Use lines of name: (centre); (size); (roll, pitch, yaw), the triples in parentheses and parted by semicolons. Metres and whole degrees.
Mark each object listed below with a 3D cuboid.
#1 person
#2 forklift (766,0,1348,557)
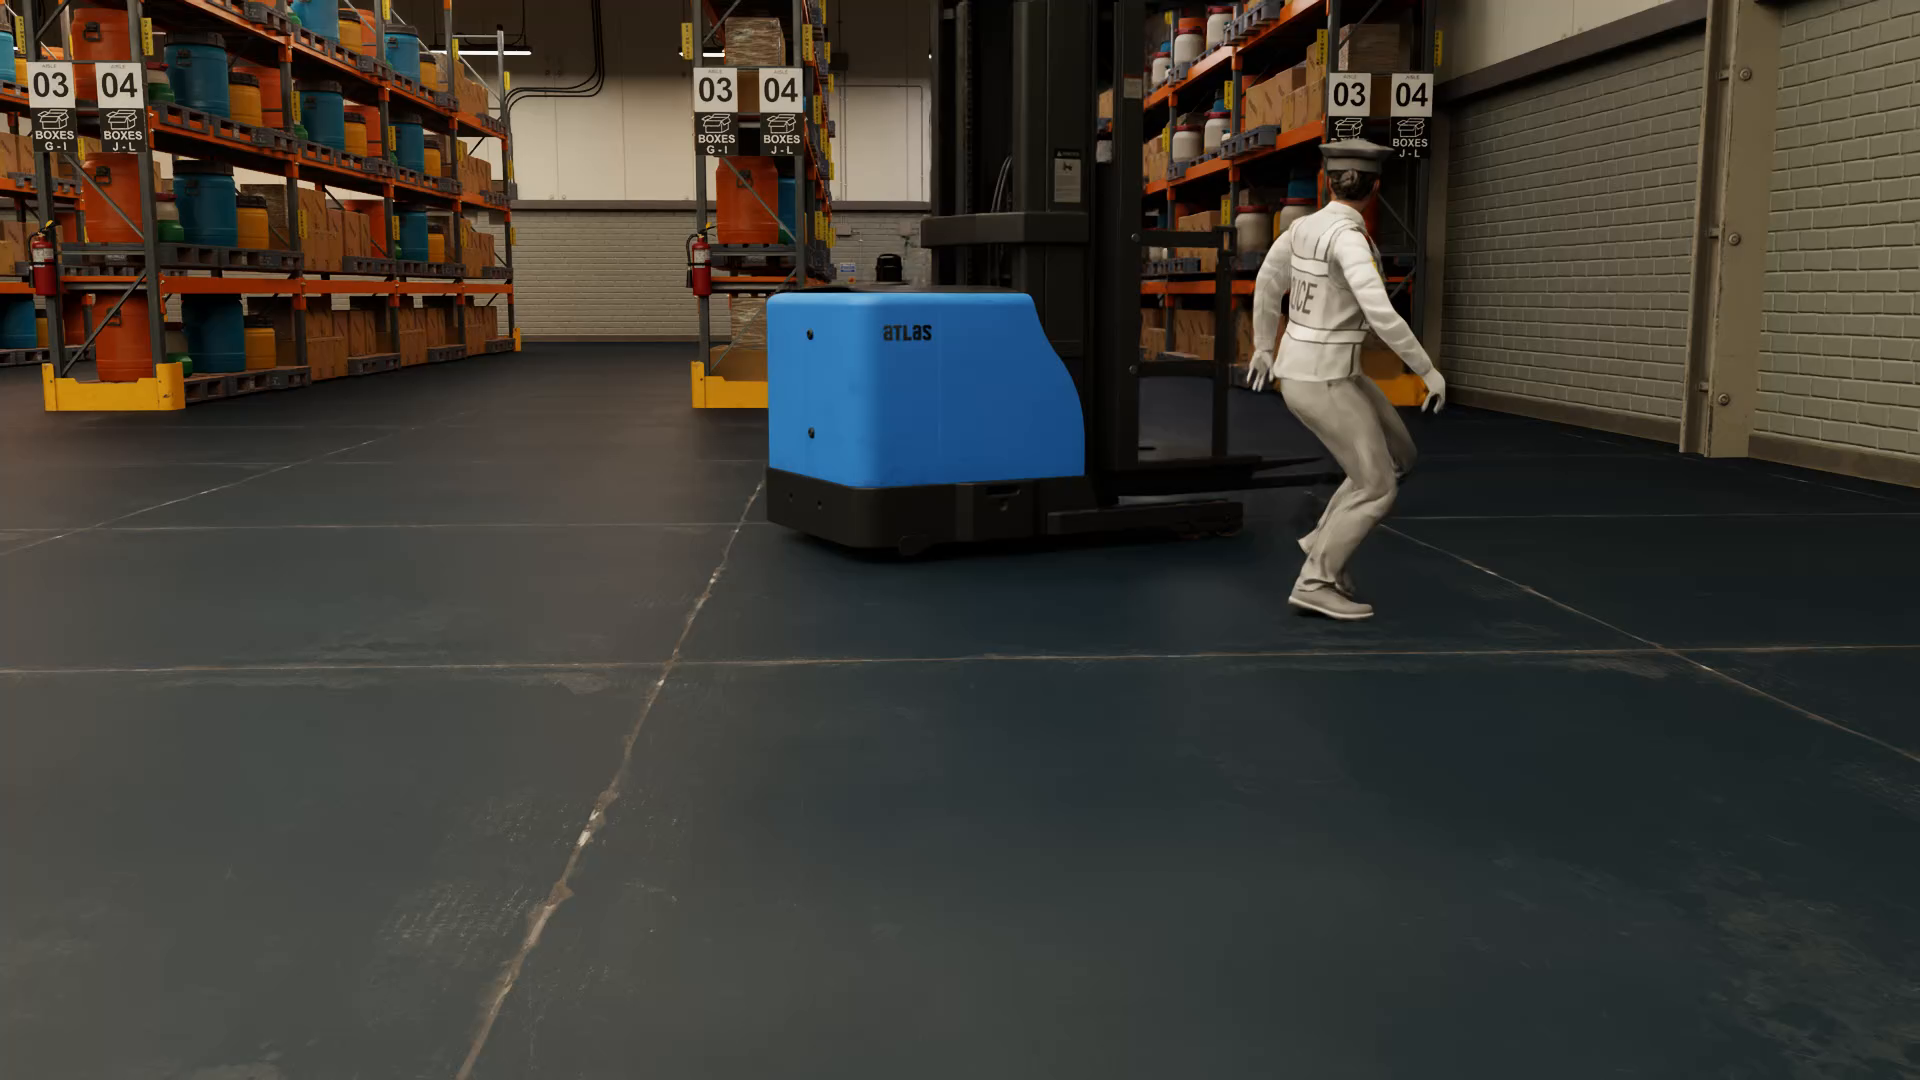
person: (1.288, -0.537, 5.590); (0.615, 1.581, 0.703); (1, 9, 7)
forklift: (0.683, -1.513, 7.518); (3.031, 2.935, 1.130); (-5, 10, -28)
